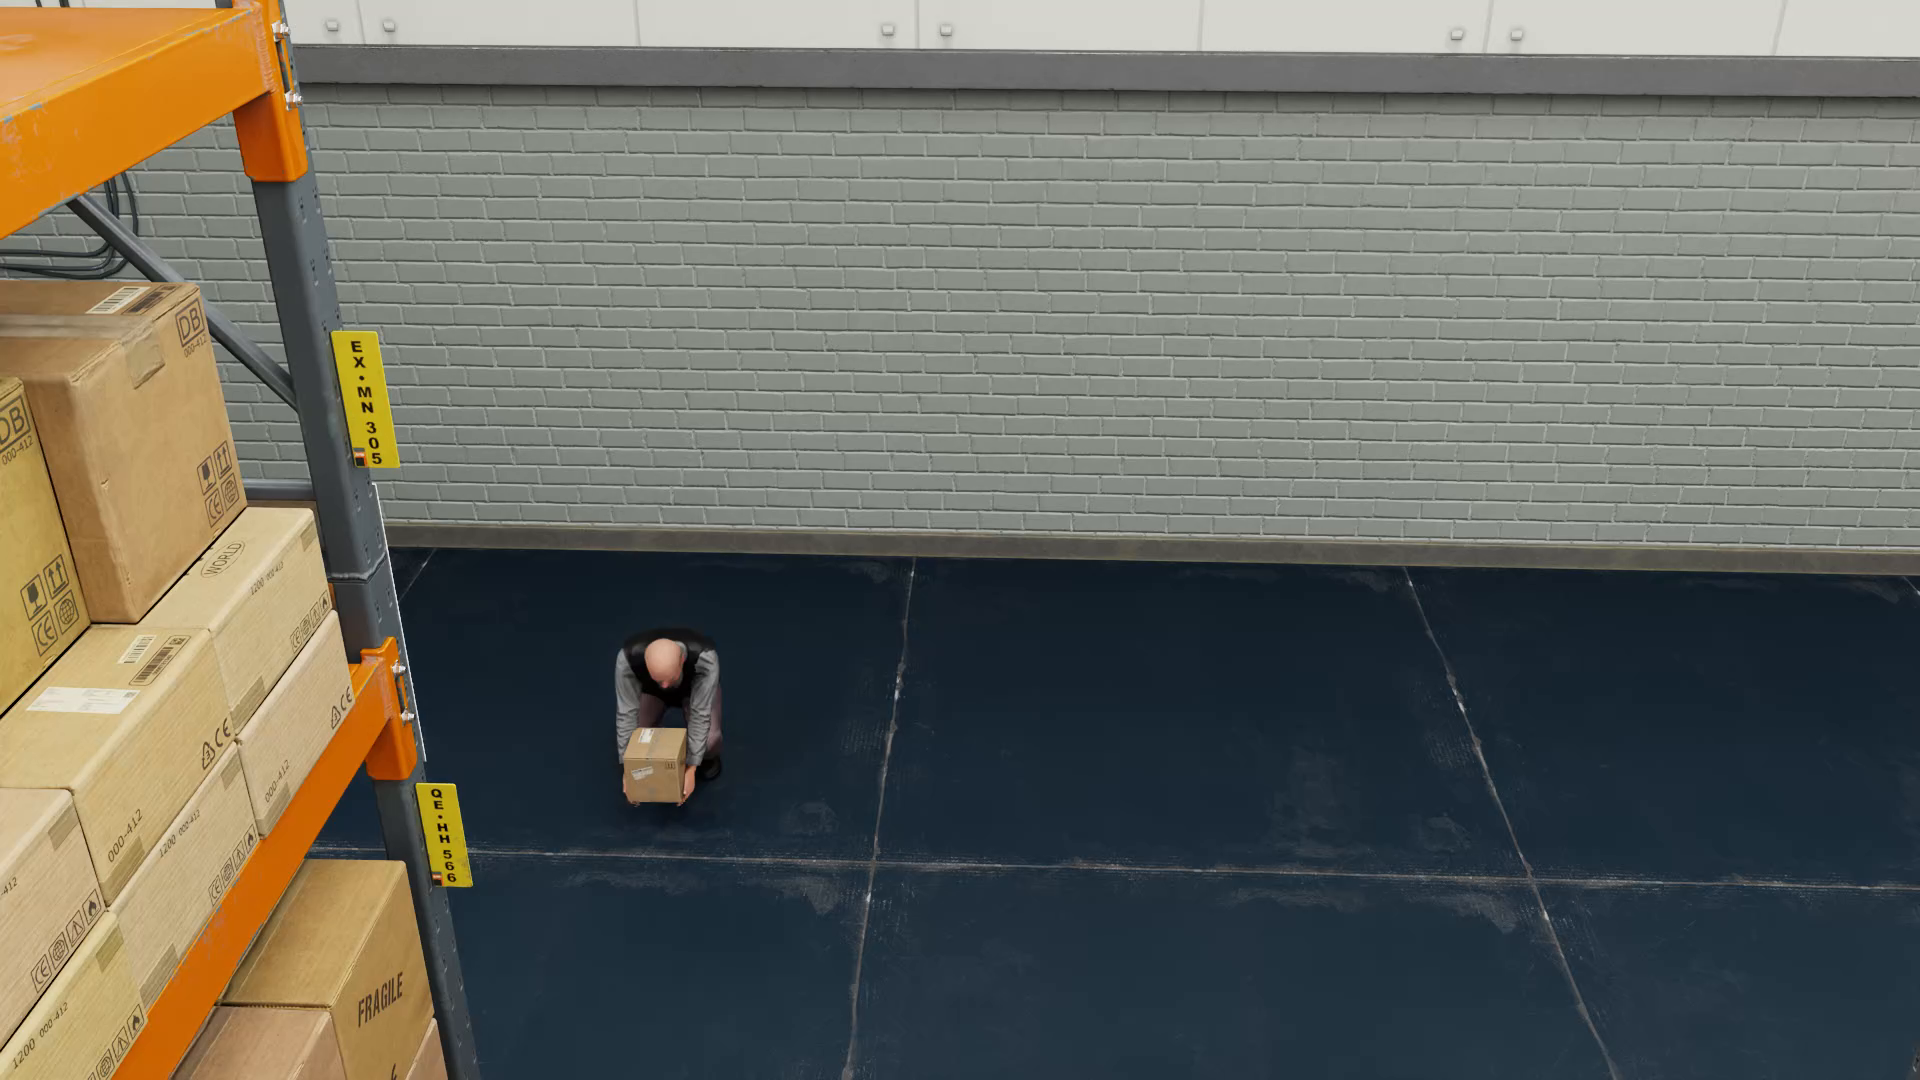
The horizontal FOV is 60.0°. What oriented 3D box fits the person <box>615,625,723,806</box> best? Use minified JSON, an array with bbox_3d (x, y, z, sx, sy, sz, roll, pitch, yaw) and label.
[{"bbox_3d":[-1.396,0.764,8.018,0.520,0.973,0.874,1,28,1],"label":"person"}]
